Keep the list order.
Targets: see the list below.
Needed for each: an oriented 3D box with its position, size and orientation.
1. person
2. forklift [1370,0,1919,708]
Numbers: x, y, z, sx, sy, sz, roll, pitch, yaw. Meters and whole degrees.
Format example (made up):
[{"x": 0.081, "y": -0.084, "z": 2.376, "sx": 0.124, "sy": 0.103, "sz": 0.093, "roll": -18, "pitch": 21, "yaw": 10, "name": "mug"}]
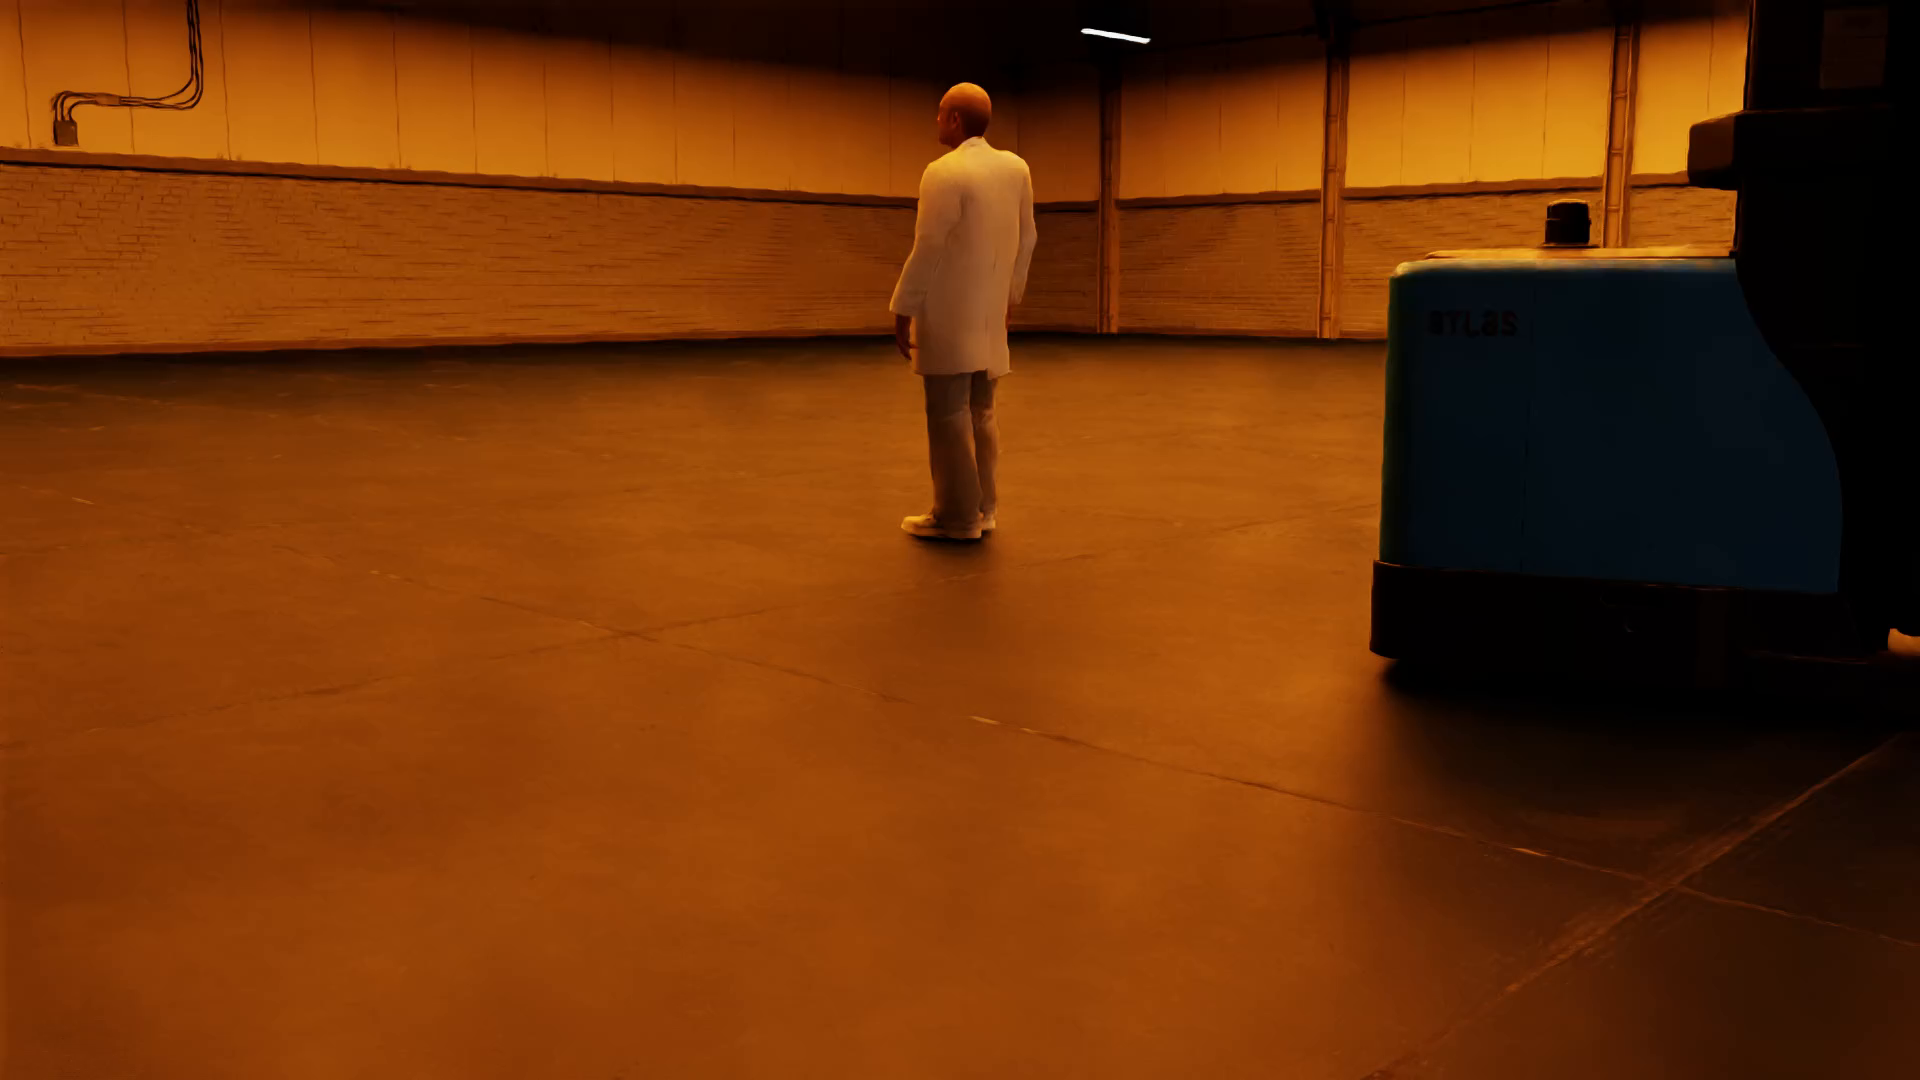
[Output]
[{"x": -0.062, "y": -0.896, "z": 6.650, "sx": 0.579, "sy": 1.776, "sz": 0.694, "roll": 8, "pitch": 12, "yaw": 43, "name": "person"}, {"x": 2.629, "y": -1.060, "z": 3.913, "sx": 3.031, "sy": 2.935, "sz": 1.130, "roll": 4, "pitch": 9, "yaw": 24, "name": "forklift"}]
